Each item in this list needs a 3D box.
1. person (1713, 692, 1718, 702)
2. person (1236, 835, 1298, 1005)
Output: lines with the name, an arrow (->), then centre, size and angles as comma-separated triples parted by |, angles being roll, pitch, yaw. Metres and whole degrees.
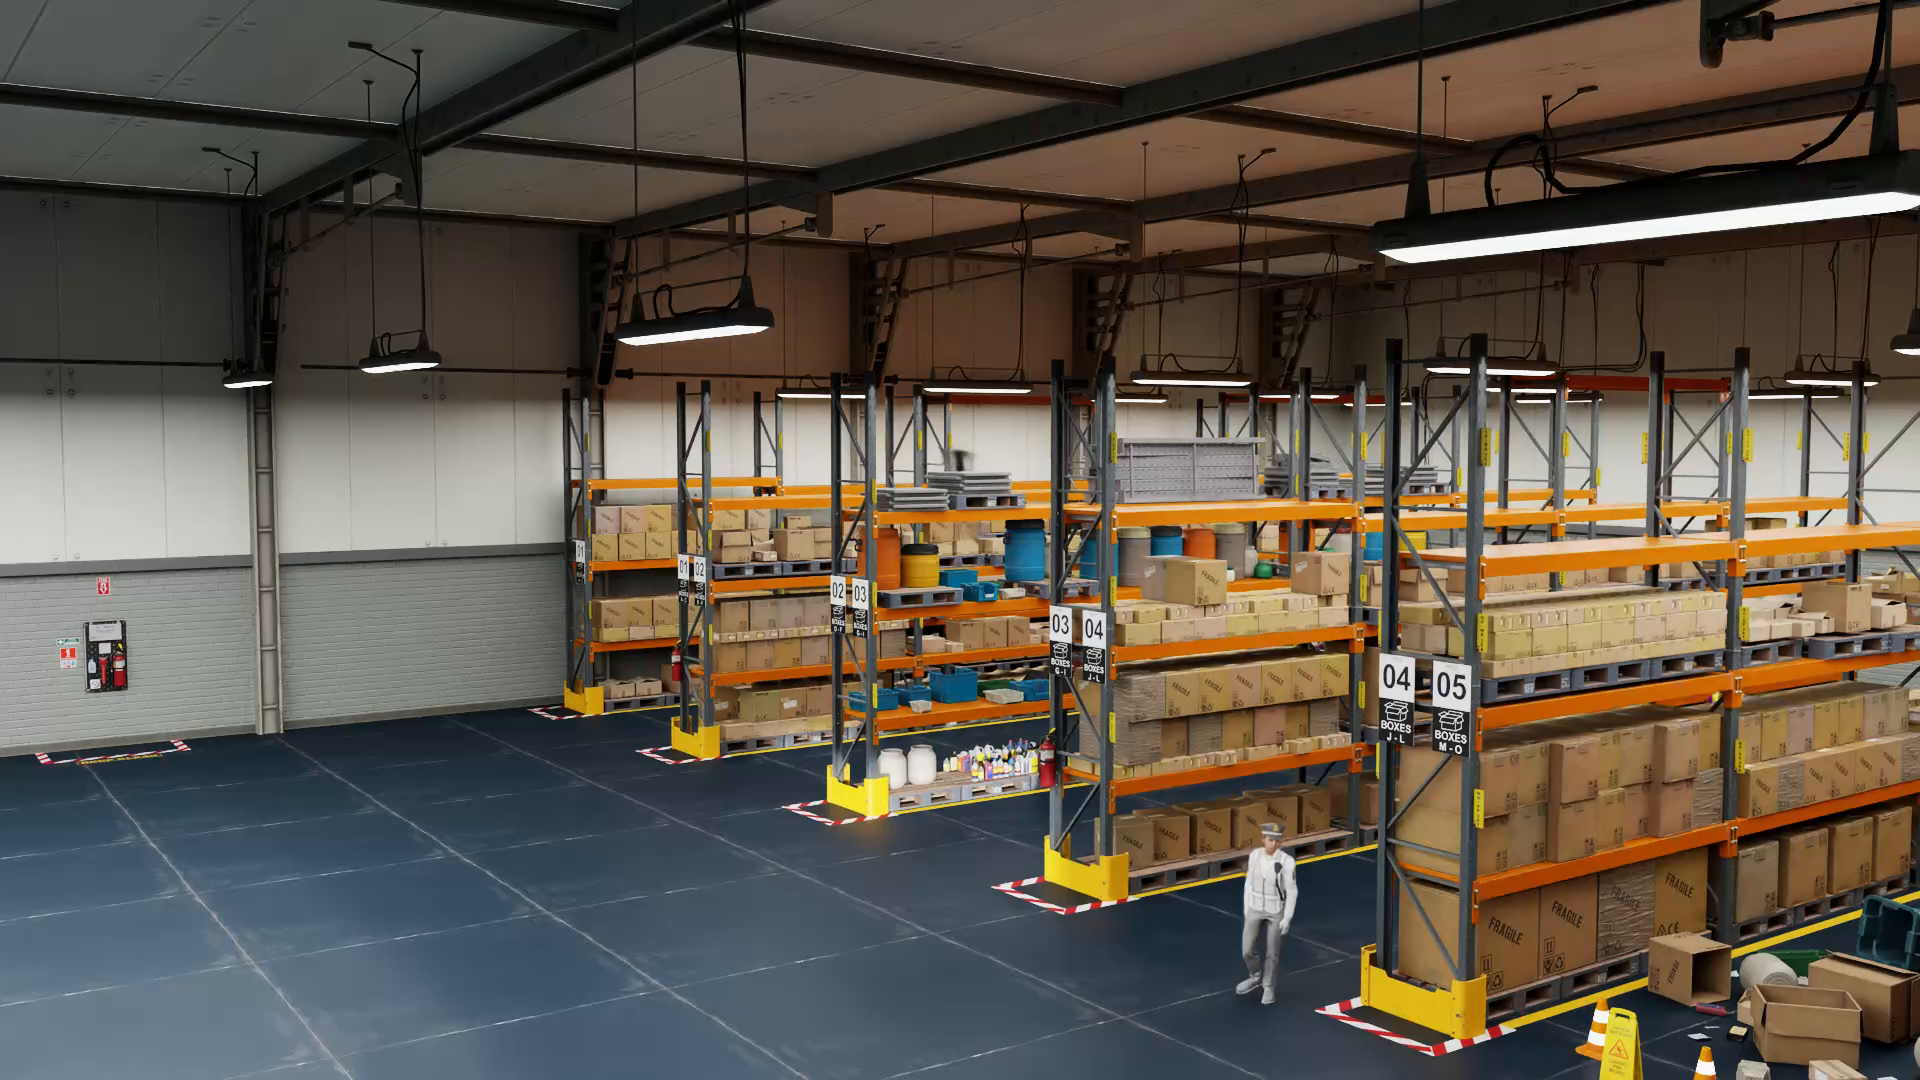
person -> 10.908, 2.777, 23.535 | 0.629, 1.810, 0.440 | -2, 4, -31
person -> 2.769, 3.372, 15.027 | 0.584, 1.660, 0.443 | 2, 4, 26
